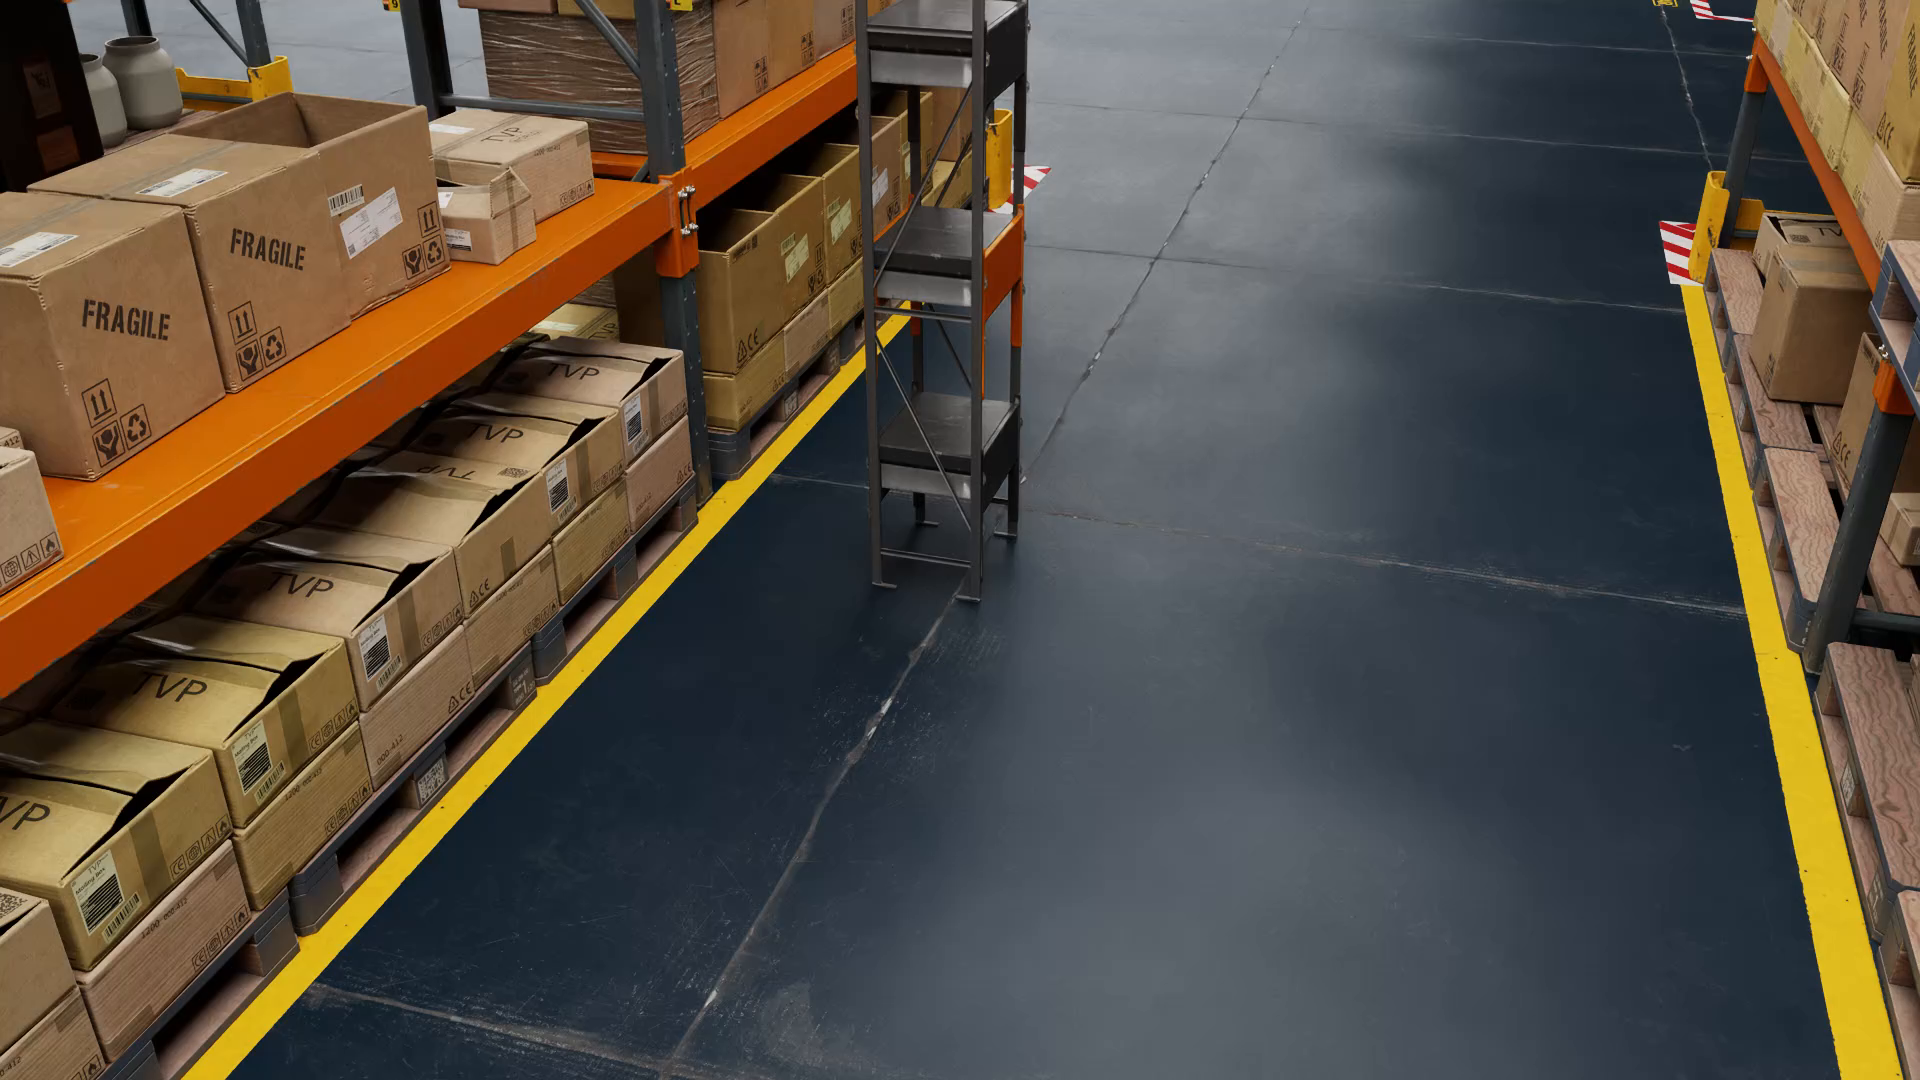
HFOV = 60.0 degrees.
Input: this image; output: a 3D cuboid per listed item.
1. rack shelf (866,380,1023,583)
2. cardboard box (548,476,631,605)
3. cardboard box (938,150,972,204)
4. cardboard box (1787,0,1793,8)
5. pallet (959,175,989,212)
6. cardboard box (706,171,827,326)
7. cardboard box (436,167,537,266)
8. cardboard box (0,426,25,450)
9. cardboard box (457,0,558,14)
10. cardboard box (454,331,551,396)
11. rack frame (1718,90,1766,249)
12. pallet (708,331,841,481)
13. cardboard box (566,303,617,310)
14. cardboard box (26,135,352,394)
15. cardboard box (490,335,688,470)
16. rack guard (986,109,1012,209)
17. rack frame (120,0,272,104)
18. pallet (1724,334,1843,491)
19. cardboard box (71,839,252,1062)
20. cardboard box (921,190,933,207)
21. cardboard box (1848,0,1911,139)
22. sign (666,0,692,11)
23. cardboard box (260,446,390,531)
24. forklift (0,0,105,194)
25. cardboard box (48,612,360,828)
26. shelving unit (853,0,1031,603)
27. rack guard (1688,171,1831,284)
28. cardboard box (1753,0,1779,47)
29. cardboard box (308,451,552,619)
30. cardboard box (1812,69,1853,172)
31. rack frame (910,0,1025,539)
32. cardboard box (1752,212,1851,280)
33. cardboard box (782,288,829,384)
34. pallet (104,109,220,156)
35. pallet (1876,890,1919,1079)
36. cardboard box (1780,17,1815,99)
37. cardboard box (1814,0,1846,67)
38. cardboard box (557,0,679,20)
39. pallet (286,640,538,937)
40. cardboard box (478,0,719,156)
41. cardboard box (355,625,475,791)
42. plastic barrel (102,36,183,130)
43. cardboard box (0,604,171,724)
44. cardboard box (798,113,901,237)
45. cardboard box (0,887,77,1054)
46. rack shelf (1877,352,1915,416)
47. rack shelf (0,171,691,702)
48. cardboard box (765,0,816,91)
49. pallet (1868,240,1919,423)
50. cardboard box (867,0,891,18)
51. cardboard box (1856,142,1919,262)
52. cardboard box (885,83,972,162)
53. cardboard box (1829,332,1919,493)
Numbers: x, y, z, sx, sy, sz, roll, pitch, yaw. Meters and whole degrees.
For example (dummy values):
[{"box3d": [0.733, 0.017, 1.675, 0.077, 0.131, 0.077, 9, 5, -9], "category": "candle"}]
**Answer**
[{"box3d": [-0.049, -0.217, 5.948, 0.431, 0.518, 0.480, 8, 30, 15], "category": "rack shelf"}, {"box3d": [-1.464, -0.042, 5.636, 0.500, 0.250, 0.500, 8, 30, 14], "category": "cardboard box"}, {"box3d": [-0.170, -2.078, 9.296, 0.500, 0.250, 0.500, 8, 30, 15], "category": "cardboard box"}, {"box3d": [3.860, -2.546, 7.104, 0.500, 0.500, 0.500, 9, 30, 15], "category": "cardboard box"}, {"box3d": [-0.479, -1.808, 9.282, 1.003, 0.211, 1.213, 8, 30, 15], "category": "pallet"}, {"box3d": [-0.894, -1.243, 7.023, 0.500, 0.500, 0.500, 8, 30, 15], "category": "cardboard box"}, {"box3d": [-1.551, -1.035, 5.163, 0.396, 0.266, 0.258, 8, 30, 14], "category": "cardboard box"}, {"box3d": [-2.323, -0.161, 3.712, 0.380, 0.149, 0.250, 11, 31, 19], "category": "cardboard box"}, {"box3d": [-1.594, -2.013, 6.012, 0.380, 0.149, 0.250, 8, 30, 15], "category": "cardboard box"}, {"box3d": [-1.828, -0.599, 6.061, 0.500, 0.311, 0.500, 9, 30, 15], "category": "cardboard box"}, {"box3d": [4.442, -2.682, 7.986, 1.000, 3.000, 0.127, 8, 30, 15], "category": "rack frame"}, {"box3d": [-1.195, -0.674, 7.244, 1.003, 0.211, 1.213, 8, 30, 15], "category": "pallet"}, {"box3d": [-1.386, -0.988, 7.337, 0.500, 0.250, 0.500, 8, 30, 15], "category": "cardboard box"}, {"box3d": [-2.012, -0.740, 4.392, 0.500, 0.500, 0.500, 9, 30, 15], "category": "cardboard box"}, {"box3d": [-1.314, -0.526, 5.930, 0.500, 0.311, 0.500, 8, 30, 15], "category": "cardboard box"}, {"box3d": [-0.288, -2.306, 9.882, 1.175, 0.500, 0.348, 8, 30, 15], "category": "rack guard"}, {"box3d": [-5.029, -4.096, 10.527, 1.000, 3.000, 0.127, 8, 30, 15], "category": "rack frame"}, {"box3d": [3.787, -0.491, 6.915, 1.003, 0.211, 1.213, 8, 30, 15], "category": "pallet"}, {"box3d": [-2.062, 0.913, 3.919, 0.500, 0.250, 0.500, 8, 30, 13], "category": "cardboard box"}, {"box3d": [-0.450, -1.611, 8.457, 0.500, 0.250, 0.500, 8, 30, 15], "category": "cardboard box"}, {"box3d": [3.252, -1.591, 5.387, 0.500, 0.500, 0.500, 8, 30, 15], "category": "cardboard box"}, {"box3d": [-0.947, -1.927, 5.519, 0.100, 0.325, 0.005, 8, 30, 15], "category": "sign"}, {"box3d": [-2.131, -0.126, 5.211, 0.500, 0.311, 0.500, 8, 30, 13], "category": "cardboard box"}, {"box3d": [-3.439, -1.003, 5.039, 1.130, 2.935, 3.031, 9, 30, 16], "category": "forklift"}, {"box3d": [-1.911, 0.420, 4.229, 0.500, 0.311, 0.500, 8, 30, 14], "category": "cardboard box"}, {"box3d": [-0.049, -0.841, 5.601, 0.431, 2.100, 0.503, 8, 30, 15], "category": "shelving unit"}, {"box3d": [4.419, -1.555, 8.530, 1.175, 0.500, 0.348, 8, 30, 15], "category": "rack guard"}, {"box3d": [3.995, -2.444, 7.692, 0.500, 0.250, 0.500, 8, 30, 13], "category": "cardboard box"}, {"box3d": [-1.609, -0.052, 5.078, 0.500, 0.311, 0.500, 8, 30, 15], "category": "cardboard box"}, {"box3d": [3.404, -1.496, 5.988, 0.500, 0.250, 0.500, 8, 30, 15], "category": "cardboard box"}, {"box3d": [0.023, -0.954, 5.805, 0.400, 2.100, 0.015, 8, 30, 15], "category": "rack frame"}, {"box3d": [4.153, -1.391, 7.978, 0.500, 0.311, 0.500, 5, 30, 9], "category": "cardboard box"}, {"box3d": [-0.891, -0.914, 7.205, 0.500, 0.250, 0.500, 8, 30, 15], "category": "cardboard box"}, {"box3d": [-5.250, -2.459, 10.453, 1.003, 0.211, 1.213, 8, 30, 15], "category": "pallet"}, {"box3d": [2.684, 1.326, 3.649, 1.003, 0.211, 1.213, 8, 30, 15], "category": "pallet"}, {"box3d": [3.701, -1.965, 6.830, 0.500, 0.250, 0.500, 8, 30, 14], "category": "cardboard box"}, {"box3d": [3.562, -2.065, 6.239, 0.500, 0.500, 0.500, 9, 30, 16], "category": "cardboard box"}, {"box3d": [-1.205, -1.953, 5.905, 0.380, 0.149, 0.250, 8, 30, 15], "category": "cardboard box"}, {"box3d": [-2.004, 0.607, 4.942, 1.003, 0.211, 1.213, 8, 30, 15], "category": "pallet"}, {"box3d": [-1.345, -1.779, 6.260, 0.700, 0.500, 0.500, 8, 30, 14], "category": "cardboard box"}, {"box3d": [-1.764, 0.432, 4.783, 0.500, 0.250, 0.500, 9, 30, 16], "category": "cardboard box"}, {"box3d": [-5.149, -2.876, 10.461, 0.421, 0.512, 0.421, 0, 29, 0], "category": "plastic barrel"}, {"box3d": [-2.427, 0.348, 4.358, 0.500, 0.311, 0.500, 8, 30, 15], "category": "cardboard box"}, {"box3d": [-0.595, -1.706, 7.857, 0.500, 0.500, 0.500, 8, 30, 15], "category": "cardboard box"}, {"box3d": [-2.209, 0.902, 3.363, 0.500, 0.311, 0.500, 10, 30, 17], "category": "cardboard box"}, {"box3d": [2.681, 0.420, 3.149, 1.077, 0.370, 4.000, 8, 30, 15], "category": "rack shelf"}, {"box3d": [-2.056, -0.285, 4.416, 1.077, 0.370, 4.000, 8, 30, 15], "category": "rack shelf"}, {"box3d": [-1.045, -2.258, 7.121, 0.700, 0.500, 0.500, 9, 30, 16], "category": "cardboard box"}, {"box3d": [2.904, -0.405, 4.090, 1.003, 0.211, 1.213, 8, 30, 15], "category": "pallet"}, {"box3d": [-0.745, -2.741, 7.990, 0.700, 0.500, 0.500, 9, 30, 15], "category": "cardboard box"}, {"box3d": [3.117, -1.030, 5.150, 0.500, 0.250, 0.500, 9, 30, 15], "category": "cardboard box"}, {"box3d": [-0.168, -2.405, 9.114, 0.500, 0.500, 0.500, 8, 30, 15], "category": "cardboard box"}, {"box3d": [3.534, -0.411, 6.023, 0.500, 0.500, 0.500, 6, 30, 11], "category": "cardboard box"}]
